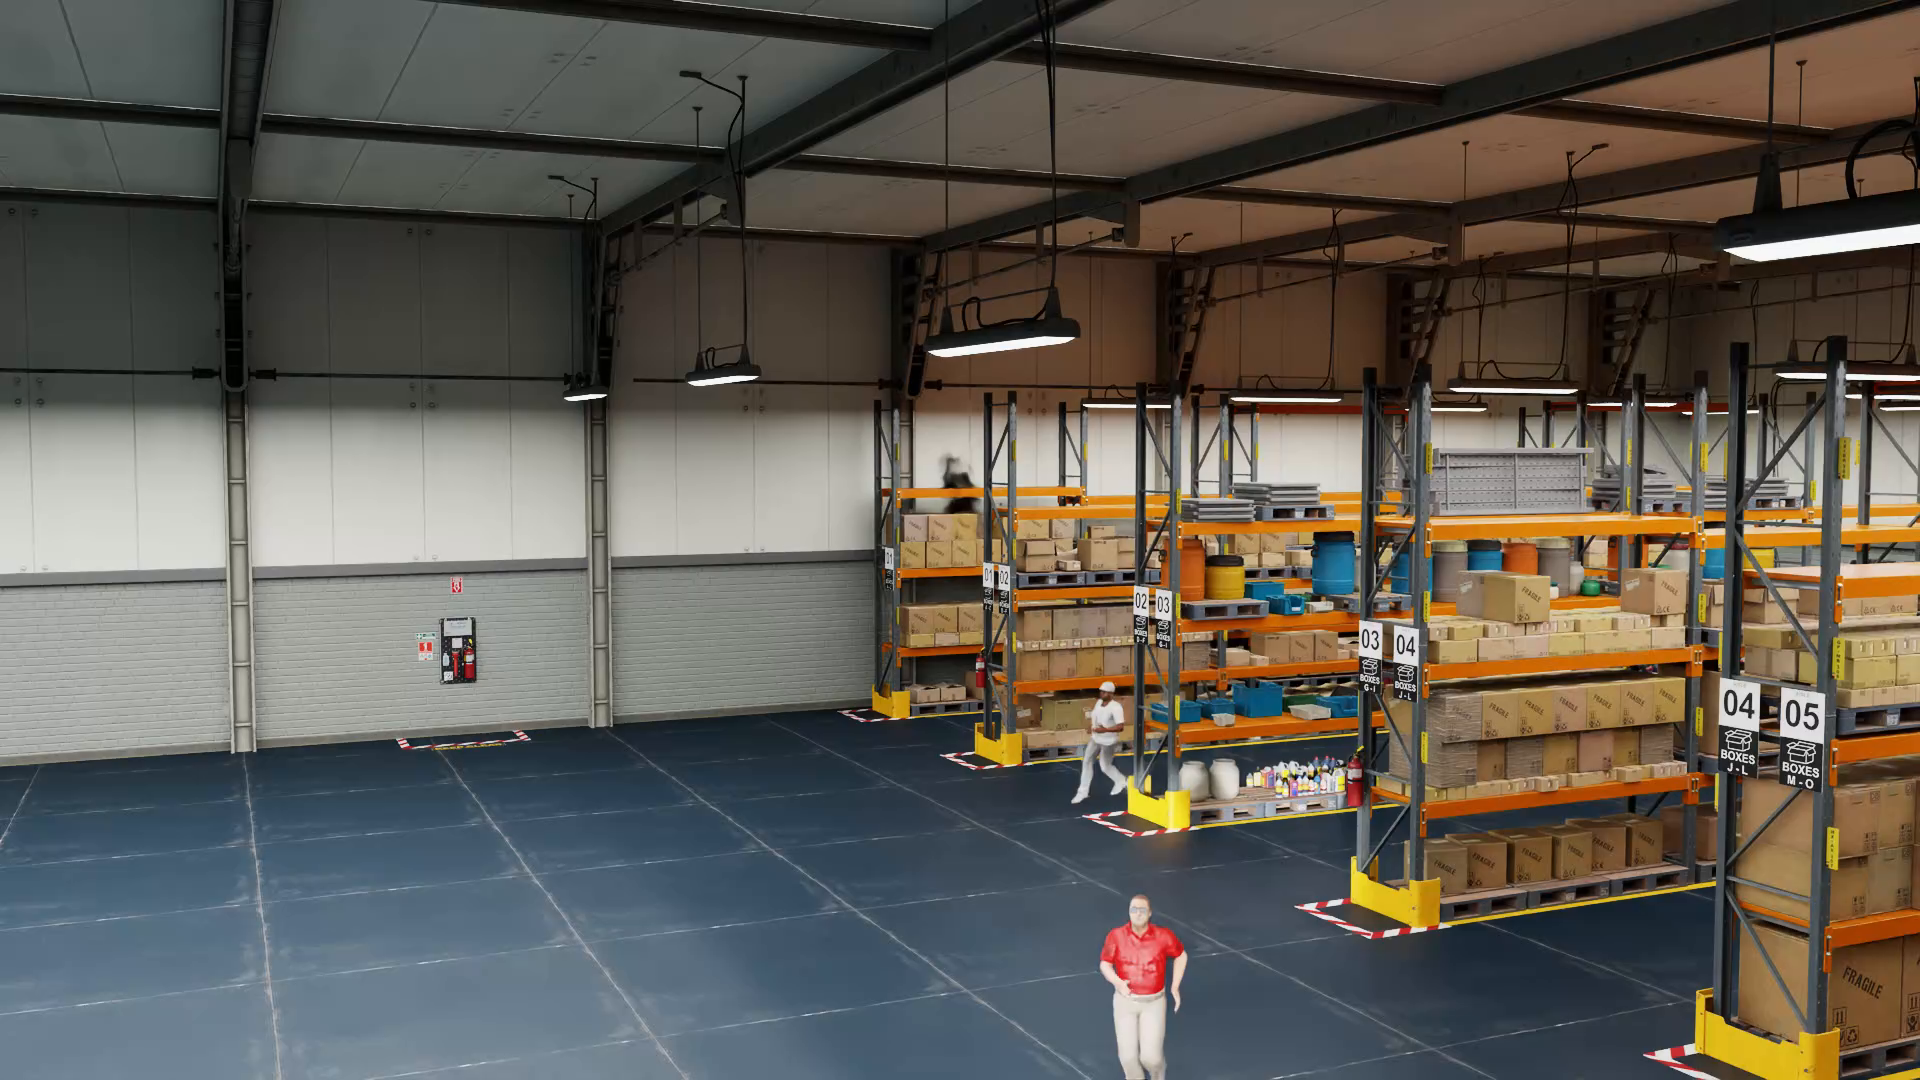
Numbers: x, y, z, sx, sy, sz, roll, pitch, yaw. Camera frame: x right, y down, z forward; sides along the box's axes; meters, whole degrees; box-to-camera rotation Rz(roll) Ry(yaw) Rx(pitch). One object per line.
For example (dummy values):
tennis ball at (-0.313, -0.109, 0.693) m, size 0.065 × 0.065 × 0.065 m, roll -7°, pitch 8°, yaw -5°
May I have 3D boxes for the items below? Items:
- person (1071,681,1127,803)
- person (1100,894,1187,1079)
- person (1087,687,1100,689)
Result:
person at (2.097, 2.900, 23.944) m, size 0.923 × 1.763 × 0.728 m, roll -2°, pitch 4°, yaw -36°
person at (1.384, 3.573, 12.740) m, size 0.652 × 1.687 × 0.602 m, roll 1°, pitch 3°, yaw 14°
person at (2.530, 2.520, 29.857) m, size 0.989 × 1.763 × 0.662 m, roll -2°, pitch 4°, yaw -34°
